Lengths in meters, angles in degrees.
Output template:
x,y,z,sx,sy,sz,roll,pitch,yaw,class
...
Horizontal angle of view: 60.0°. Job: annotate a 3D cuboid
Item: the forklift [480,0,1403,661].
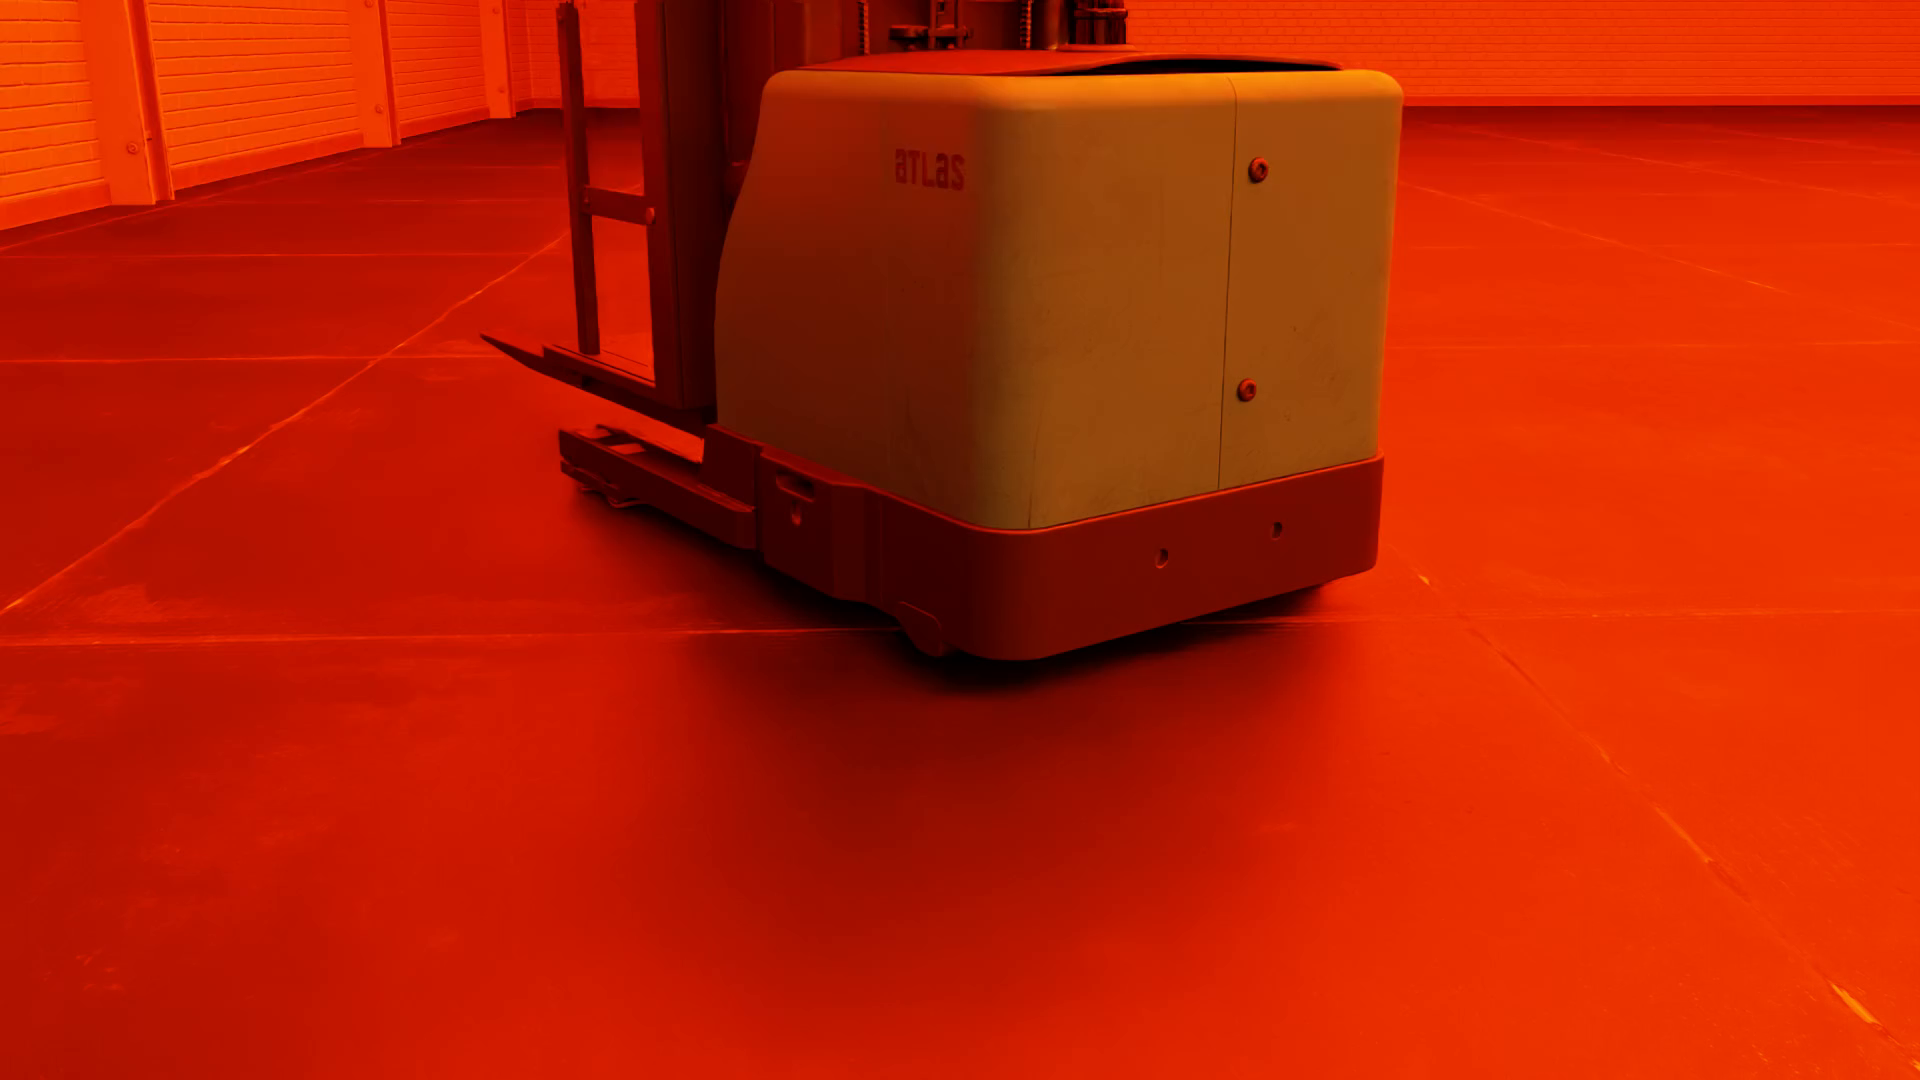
x,y,z,sx,sy,sz,roll,pitch,yaw,class
-0.387,-1.553,3.985,1.130,2.935,3.031,-12,21,-34,forklift
